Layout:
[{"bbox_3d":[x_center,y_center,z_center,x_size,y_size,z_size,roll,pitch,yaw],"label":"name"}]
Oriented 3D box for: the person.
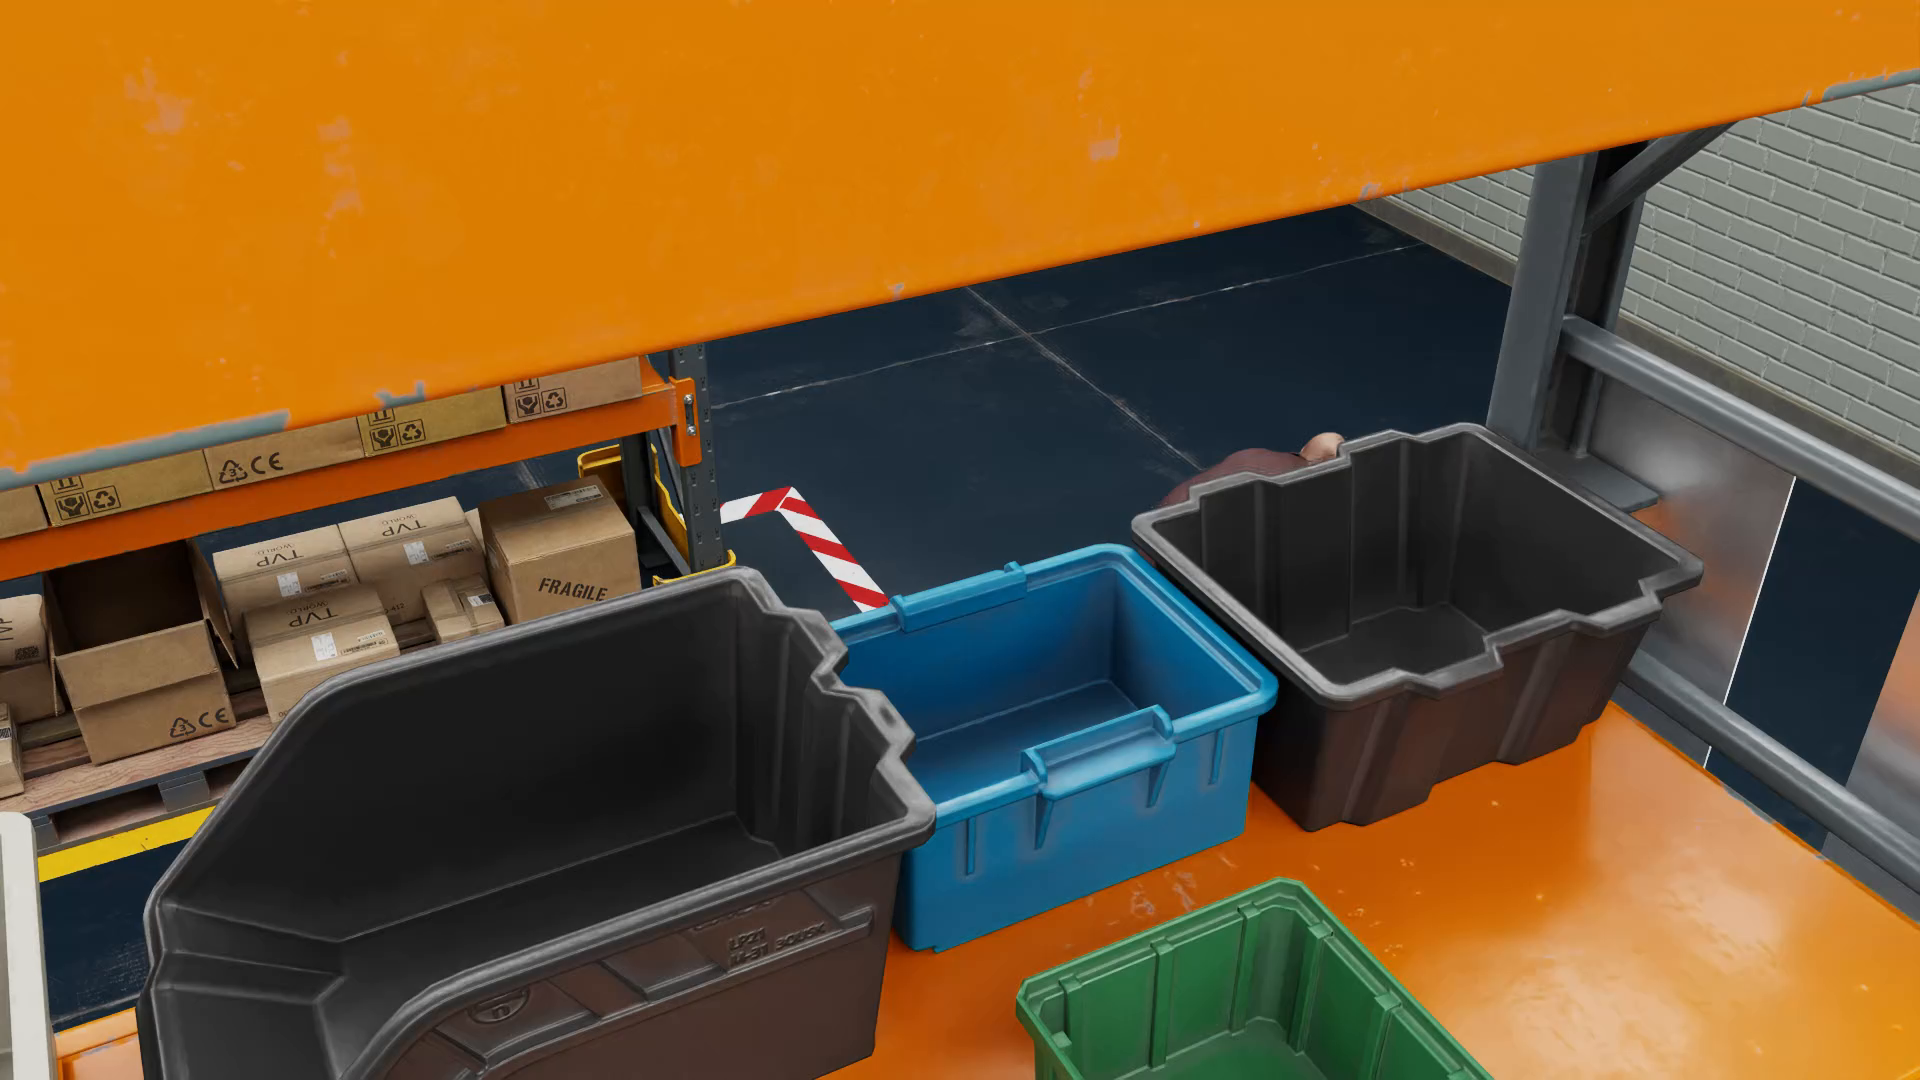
[{"bbox_3d":[1.120,0.177,6.515,0.940,1.087,0.581,-18,37,-25],"label":"person"}]
